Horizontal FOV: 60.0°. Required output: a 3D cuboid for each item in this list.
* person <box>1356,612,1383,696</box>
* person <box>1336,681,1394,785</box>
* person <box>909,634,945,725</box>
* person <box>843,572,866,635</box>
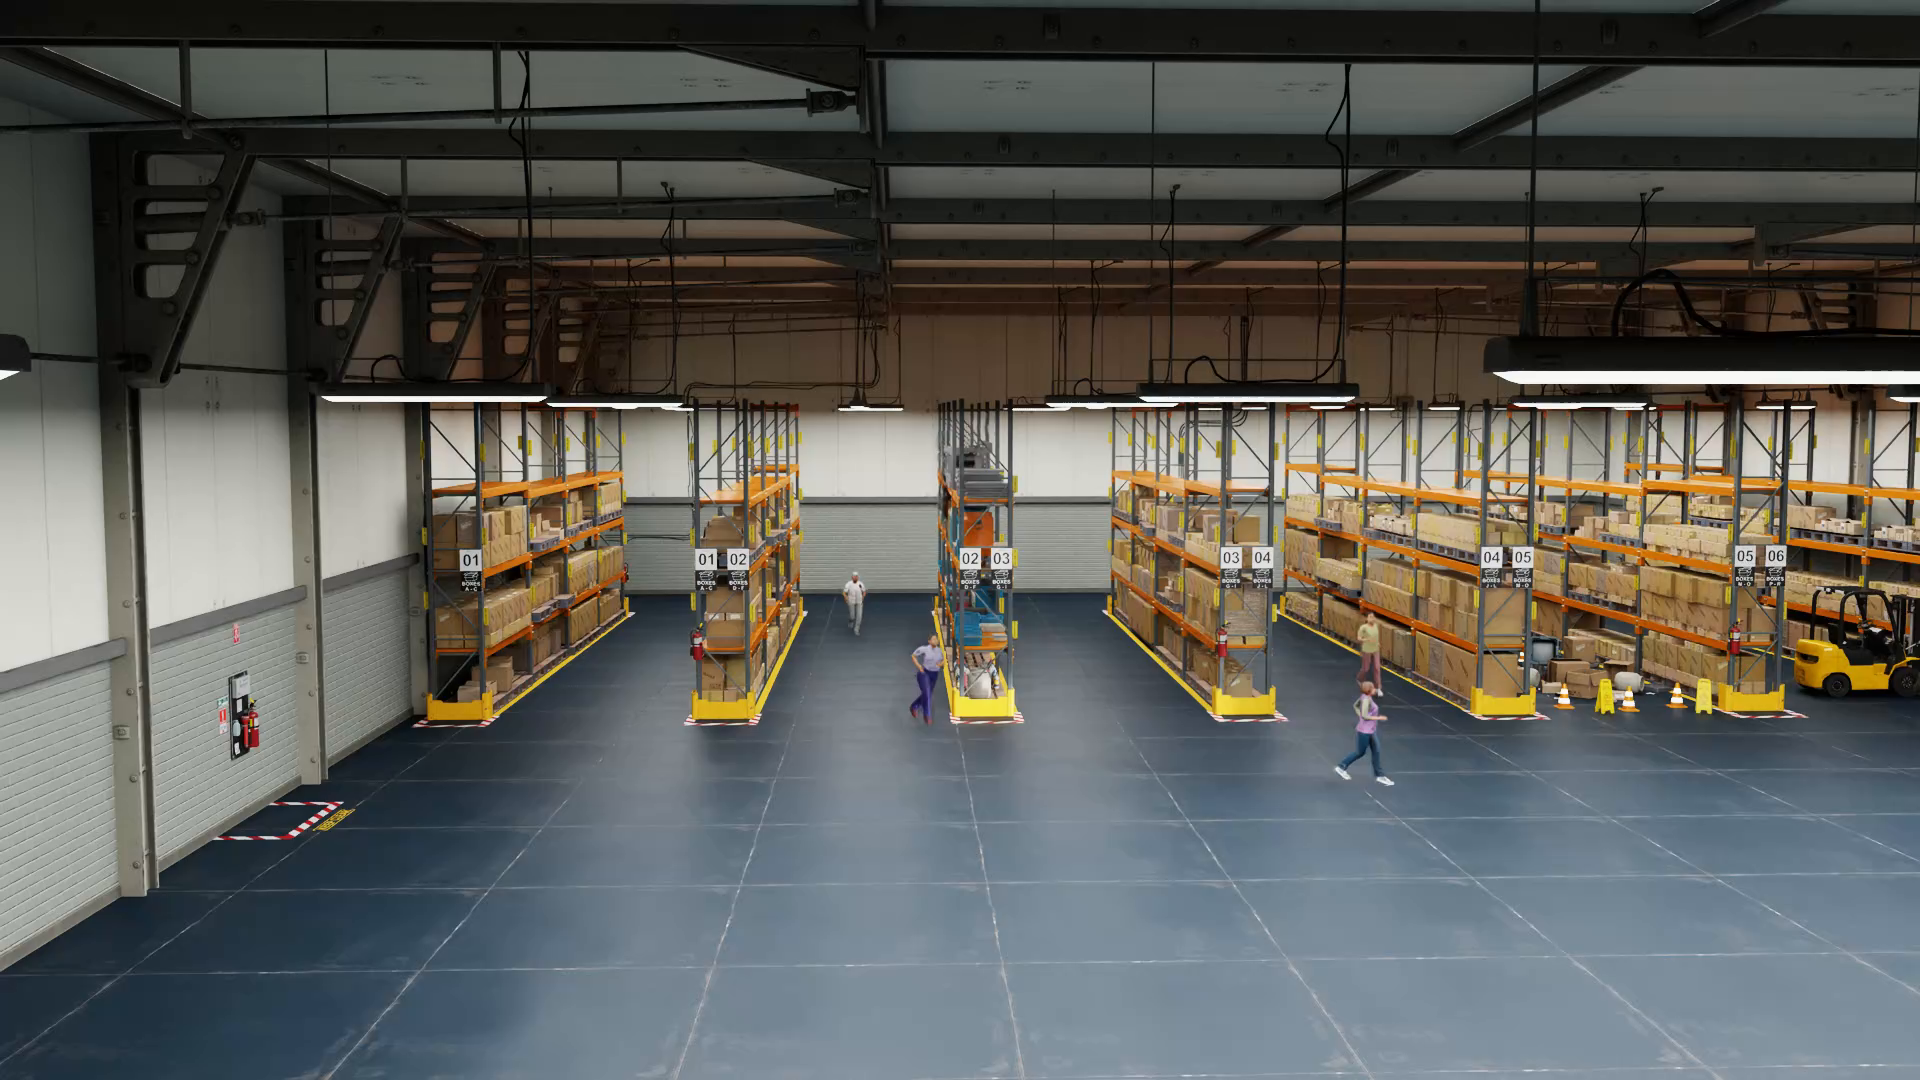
[{"bbox_3d":[8.355,2.291,33.897,0.574,1.674,0.950,-1,4,-13],"label":"person"},{"bbox_3d":[6.231,2.961,25.576,0.866,1.599,0.539,2,5,23],"label":"person"},{"bbox_3d":[-0.574,2.582,31.020,0.621,1.664,0.830,-3,5,-38],"label":"person"},{"bbox_3d":[-2.728,1.643,43.205,0.616,1.629,0.585,-1,4,-13],"label":"person"}]
